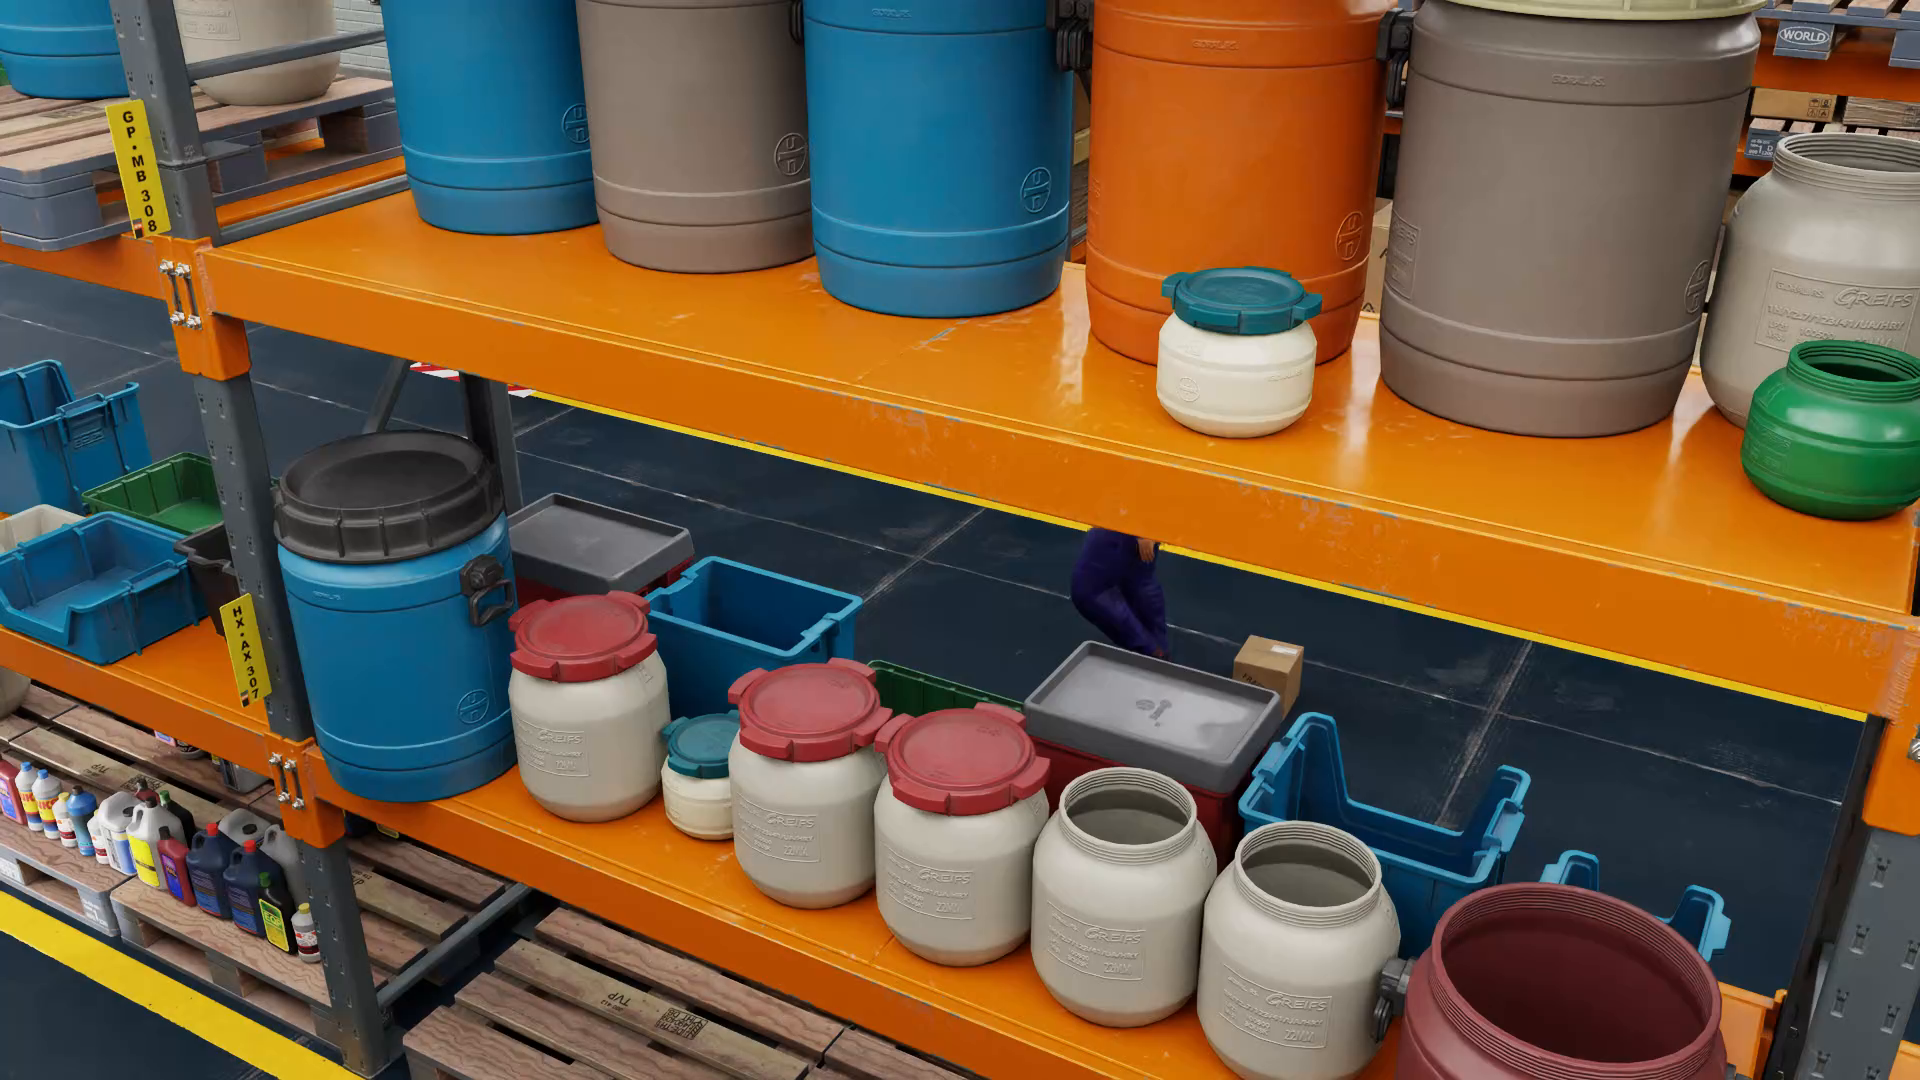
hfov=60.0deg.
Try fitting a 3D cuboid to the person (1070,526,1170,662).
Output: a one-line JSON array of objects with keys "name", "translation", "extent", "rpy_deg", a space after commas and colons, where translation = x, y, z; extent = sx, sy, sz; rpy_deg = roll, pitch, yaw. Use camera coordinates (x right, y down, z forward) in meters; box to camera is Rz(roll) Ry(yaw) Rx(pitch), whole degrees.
[{"name": "person", "translation": [0.737, -0.111, 7.324], "extent": [0.471, 1.633, 0.532], "rpy_deg": [3, 27, 6]}]
